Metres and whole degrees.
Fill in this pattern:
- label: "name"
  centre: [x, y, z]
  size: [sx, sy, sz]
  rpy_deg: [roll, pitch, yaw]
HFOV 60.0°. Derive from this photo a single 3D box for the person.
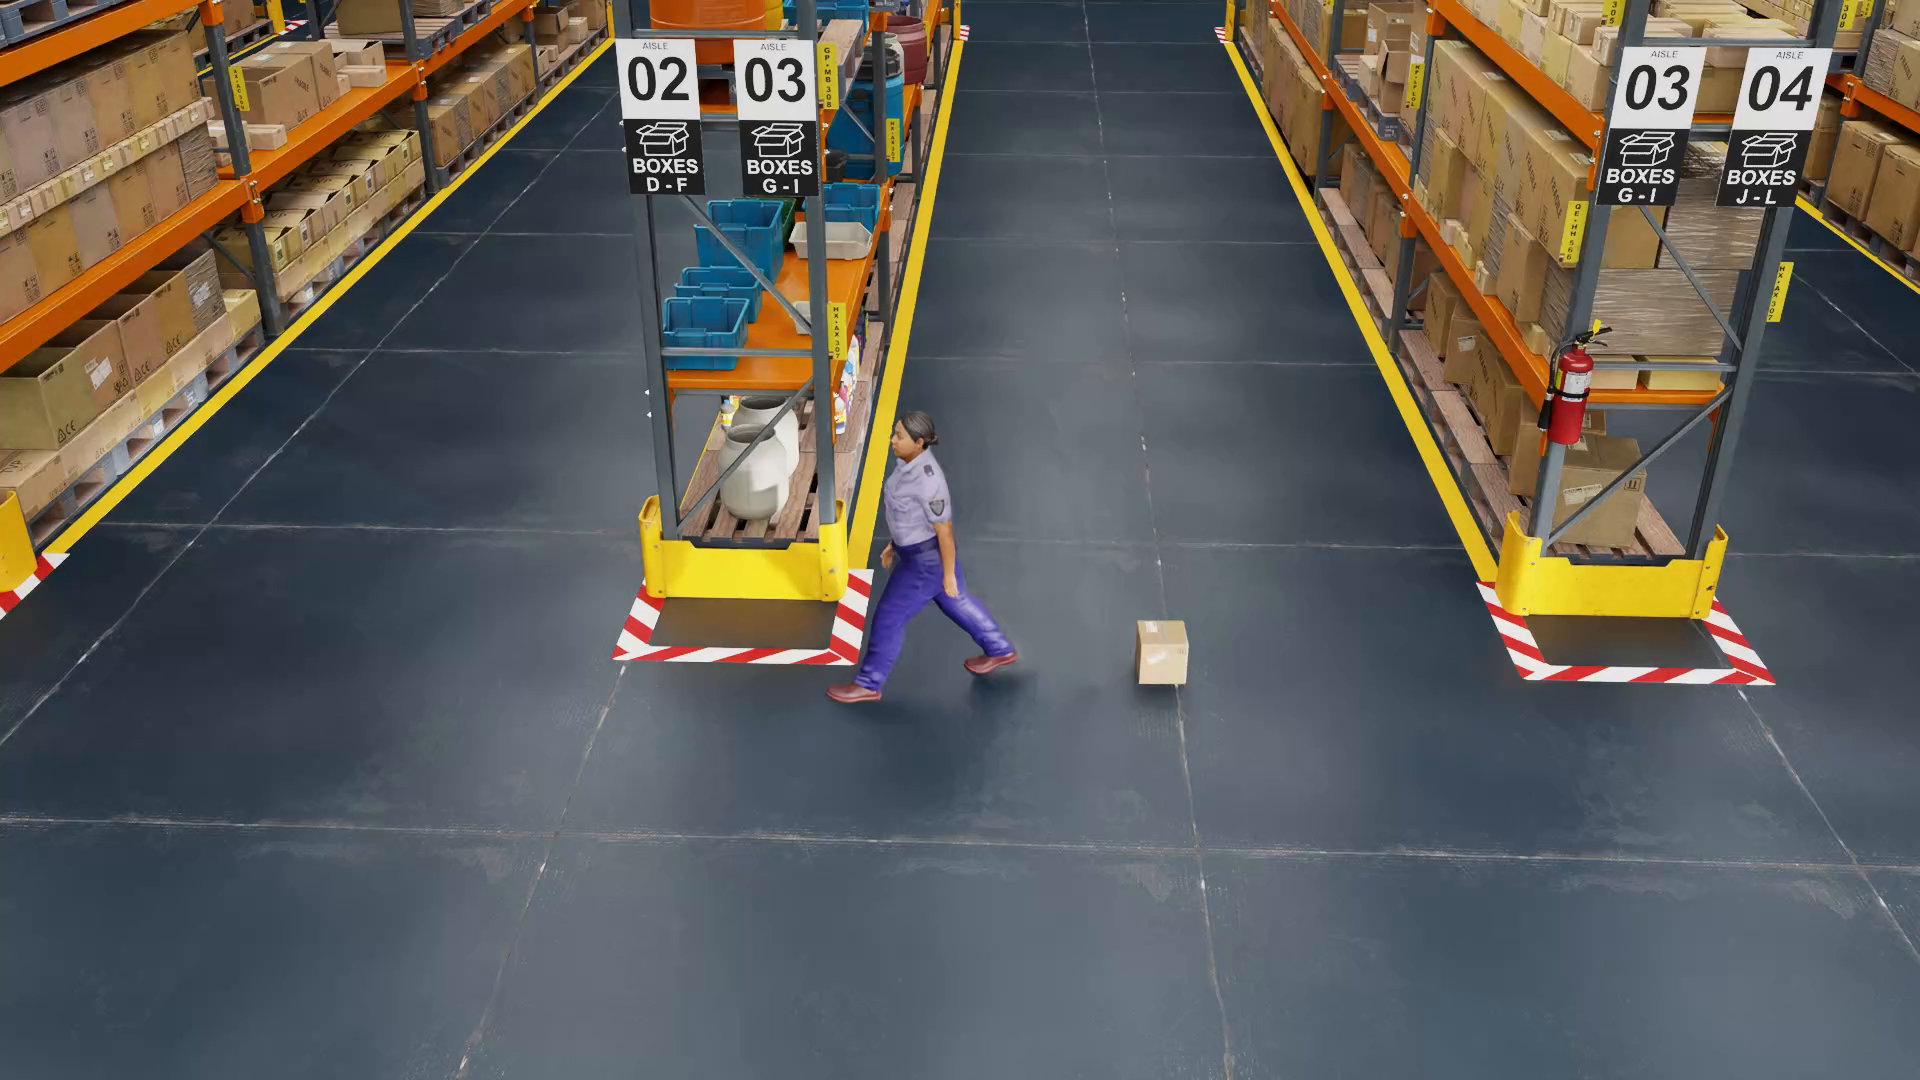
- label: "person"
  centre: [-0.198, 0.069, 8.522]
  size: [1.048, 1.588, 0.474]
  rpy_deg: [-3, 28, -6]
